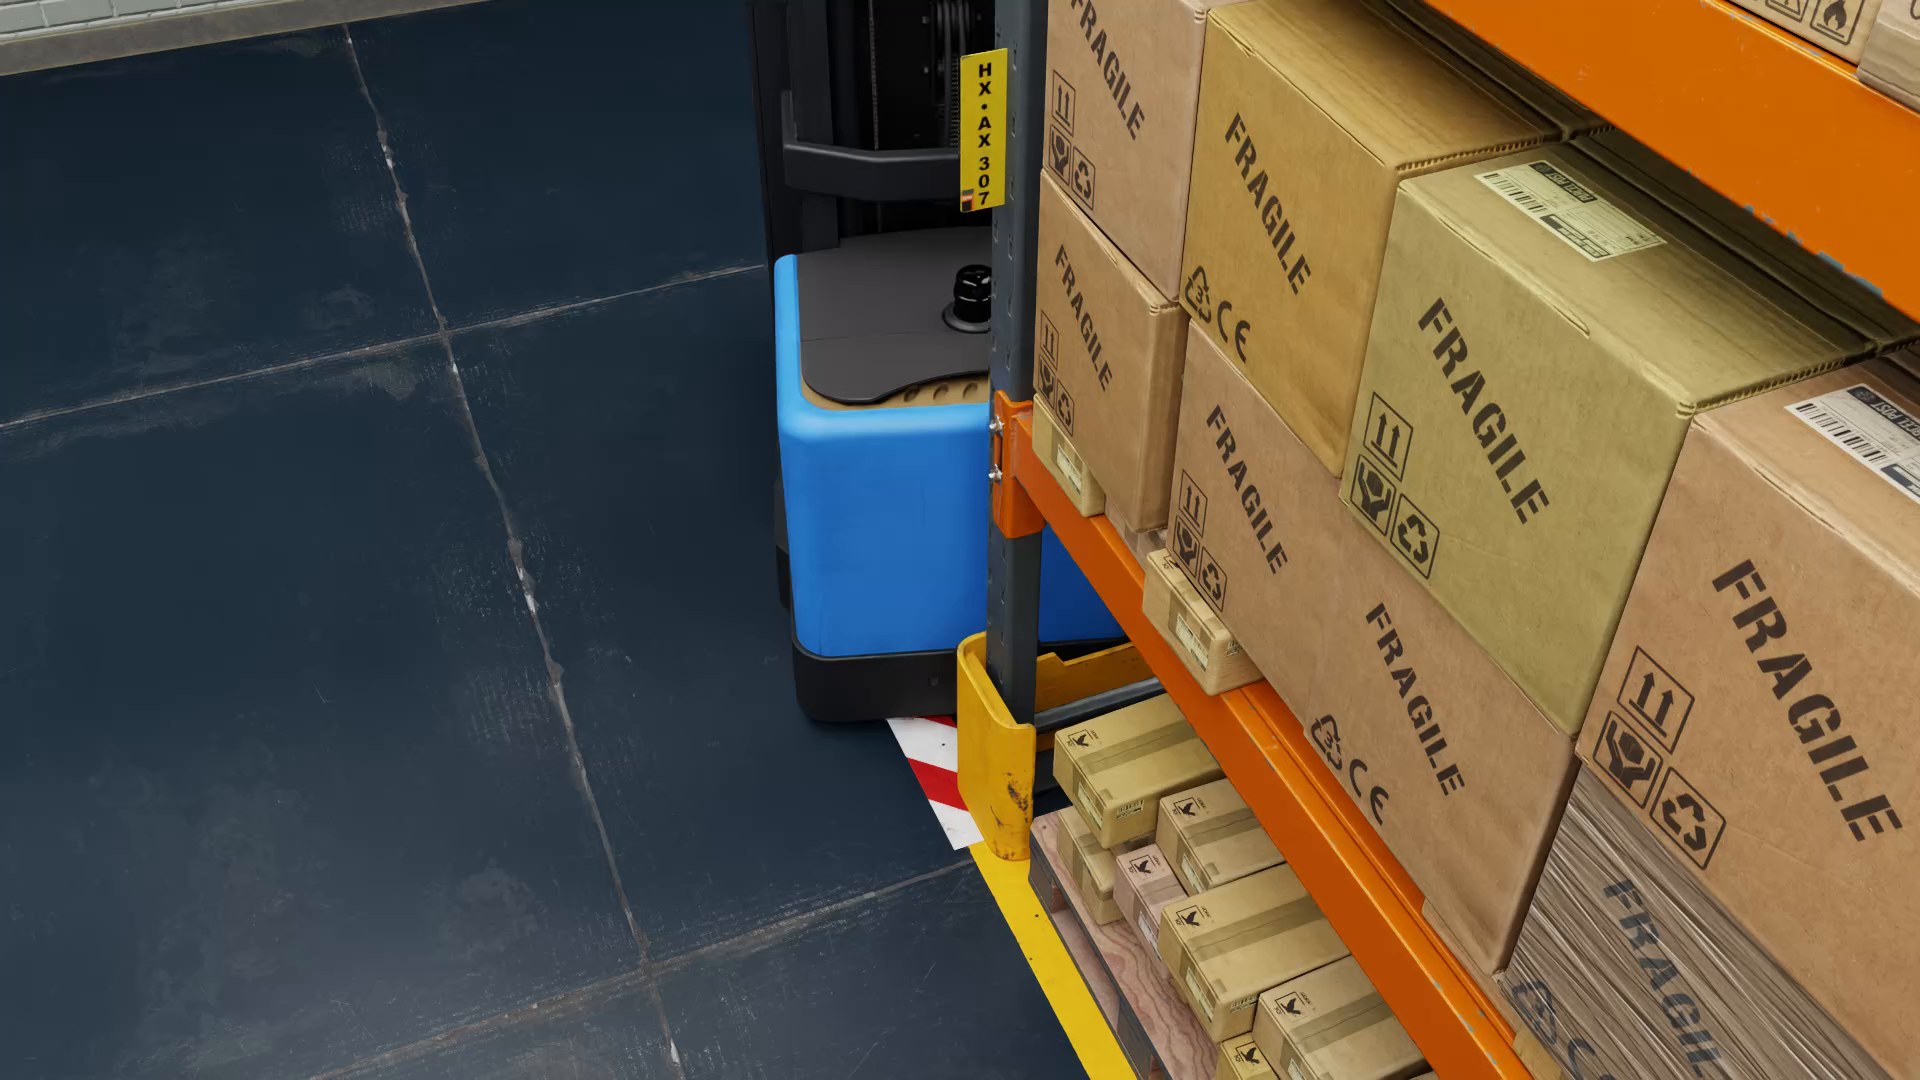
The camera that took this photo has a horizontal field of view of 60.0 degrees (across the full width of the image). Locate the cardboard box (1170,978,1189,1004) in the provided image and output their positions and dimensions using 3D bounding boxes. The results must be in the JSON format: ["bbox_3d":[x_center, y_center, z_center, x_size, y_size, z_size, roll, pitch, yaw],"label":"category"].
[{"bbox_3d":[0.630,0.864,3.809,0.380,0.149,0.250,-15,43,-17],"label":"cardboard box"}]

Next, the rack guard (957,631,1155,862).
[{"bbox_3d":[0.579,0.403,4.397,1.175,0.500,0.348,-15,43,-17],"label":"rack guard"}]

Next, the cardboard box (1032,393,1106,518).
[{"bbox_3d":[0.371,-0.218,3.396,0.380,0.149,0.250,-15,43,-17],"label":"cardboard box"}]

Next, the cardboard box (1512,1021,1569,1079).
[{"bbox_3d":[1.015,0.709,2.318,0.380,0.149,0.250,-14,43,-15],"label":"cardboard box"}]

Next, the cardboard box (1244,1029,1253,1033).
[{"bbox_3d":[0.741,0.903,3.536,0.380,0.149,0.250,-15,43,-16],"label":"cardboard box"}]

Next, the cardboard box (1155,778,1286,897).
[{"bbox_3d":[0.653,0.642,3.610,0.380,0.149,0.250,-14,43,-16],"label":"cardboard box"}]

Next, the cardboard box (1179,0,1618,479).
[{"bbox_3d":[0.675,-0.481,2.437,0.500,0.500,0.500,-14,43,-16],"label":"cardboard box"}]

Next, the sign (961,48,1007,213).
[{"bbox_3d":[0.048,-0.783,3.196,0.100,0.325,0.005,-15,43,-17],"label":"sign"}]

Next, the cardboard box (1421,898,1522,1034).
[{"bbox_3d":[0.935,0.548,2.505,0.380,0.149,0.250,-16,43,-18],"label":"cardboard box"}]

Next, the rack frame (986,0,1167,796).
[{"bbox_3d":[0.549,-0.590,3.636,1.000,3.000,0.127,-15,43,-17],"label":"rack frame"}]

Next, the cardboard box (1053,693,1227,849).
[{"bbox_3d":[0.436,0.506,3.769,0.380,0.149,0.250,-17,44,-19],"label":"cardboard box"}]

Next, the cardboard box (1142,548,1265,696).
[{"bbox_3d":[0.560,0.100,3.025,0.380,0.149,0.250,-16,43,-18],"label":"cardboard box"}]

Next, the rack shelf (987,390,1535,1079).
[{"bbox_3d":[1.315,0.887,2.469,1.077,0.370,4.000,-15,43,-17],"label":"rack shelf"}]

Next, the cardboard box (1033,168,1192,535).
[{"bbox_3d":[0.466,-0.401,3.111,0.500,0.500,0.500,-13,42,-15],"label":"cardboard box"}]

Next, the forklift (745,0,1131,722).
[{"bbox_3d":[-0.068,-1.566,4.823,1.130,2.935,3.031,-4,41,-4],"label":"forklift"}]

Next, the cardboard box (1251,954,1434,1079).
[{"bbox_3d":[0.802,0.955,3.247,0.380,0.149,0.250,-17,44,-19],"label":"cardboard box"}]

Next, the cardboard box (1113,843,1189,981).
[{"bbox_3d":[0.565,0.778,3.682,0.380,0.149,0.250,-15,43,-17],"label":"cardboard box"}]

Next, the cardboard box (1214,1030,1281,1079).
[{"bbox_3d":[0.739,1.085,3.325,0.380,0.149,0.250,-14,43,-16],"label":"cardboard box"}]

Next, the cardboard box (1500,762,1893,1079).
[{"bbox_3d":[1.071,0.518,2.042,0.500,0.500,0.500,-16,43,-18],"label":"cardboard box"}]

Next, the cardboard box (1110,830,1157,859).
[{"bbox_3d":[0.513,0.598,3.890,0.380,0.149,0.250,-13,42,-15],"label":"cardboard box"}]

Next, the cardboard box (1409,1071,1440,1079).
[{"bbox_3d":[0.899,1.124,3.050,0.380,0.149,0.250,-14,43,-15],"label":"cardboard box"}]

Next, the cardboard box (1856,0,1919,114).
[{"bbox_3d":[1.079,-0.397,1.226,0.500,0.250,0.500,-15,43,-17],"label":"cardboard box"}]

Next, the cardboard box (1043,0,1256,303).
[{"bbox_3d":[0.476,-0.783,2.789,0.500,0.500,0.500,-15,43,-17],"label":"cardboard box"}]

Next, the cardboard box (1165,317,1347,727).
[{"bbox_3d":[0.694,-0.085,2.744,0.500,0.500,0.500,-15,43,-17],"label":"cardboard box"}]

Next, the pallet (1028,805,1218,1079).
[{"bbox_3d":[0.857,1.011,3.912,1.003,0.211,1.213,-15,43,-17],"label":"pallet"}]

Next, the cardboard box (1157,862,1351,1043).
[{"bbox_3d":[0.631,0.826,3.397,0.380,0.149,0.250,-15,43,-17],"label":"cardboard box"}]

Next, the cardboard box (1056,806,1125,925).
[{"bbox_3d":[0.454,0.727,3.968,0.380,0.149,0.250,-14,43,-16],"label":"cardboard box"}]

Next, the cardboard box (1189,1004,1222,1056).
[{"bbox_3d":[0.731,1.012,3.637,0.380,0.149,0.250,-15,43,-16],"label":"cardboard box"}]

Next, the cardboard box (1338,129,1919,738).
[{"bbox_3d":[0.853,-0.162,2.066,0.500,0.500,0.500,-16,43,-18],"label":"cardboard box"}]

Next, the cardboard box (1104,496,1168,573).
[{"bbox_3d":[0.506,-0.075,3.229,0.380,0.149,0.250,-14,43,-15],"label":"cardboard box"}]

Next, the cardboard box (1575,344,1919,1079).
[{"bbox_3d":[1.052,0.144,1.710,0.500,0.500,0.500,-16,43,-18],"label":"cardboard box"}]

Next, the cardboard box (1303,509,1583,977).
[{"bbox_3d":[0.870,0.213,2.397,0.500,0.500,0.500,-15,43,-16],"label":"cardboard box"}]

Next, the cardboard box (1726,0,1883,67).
[{"bbox_3d":[0.892,-0.711,1.591,0.500,0.250,0.500,-16,43,-18],"label":"cardboard box"}]
